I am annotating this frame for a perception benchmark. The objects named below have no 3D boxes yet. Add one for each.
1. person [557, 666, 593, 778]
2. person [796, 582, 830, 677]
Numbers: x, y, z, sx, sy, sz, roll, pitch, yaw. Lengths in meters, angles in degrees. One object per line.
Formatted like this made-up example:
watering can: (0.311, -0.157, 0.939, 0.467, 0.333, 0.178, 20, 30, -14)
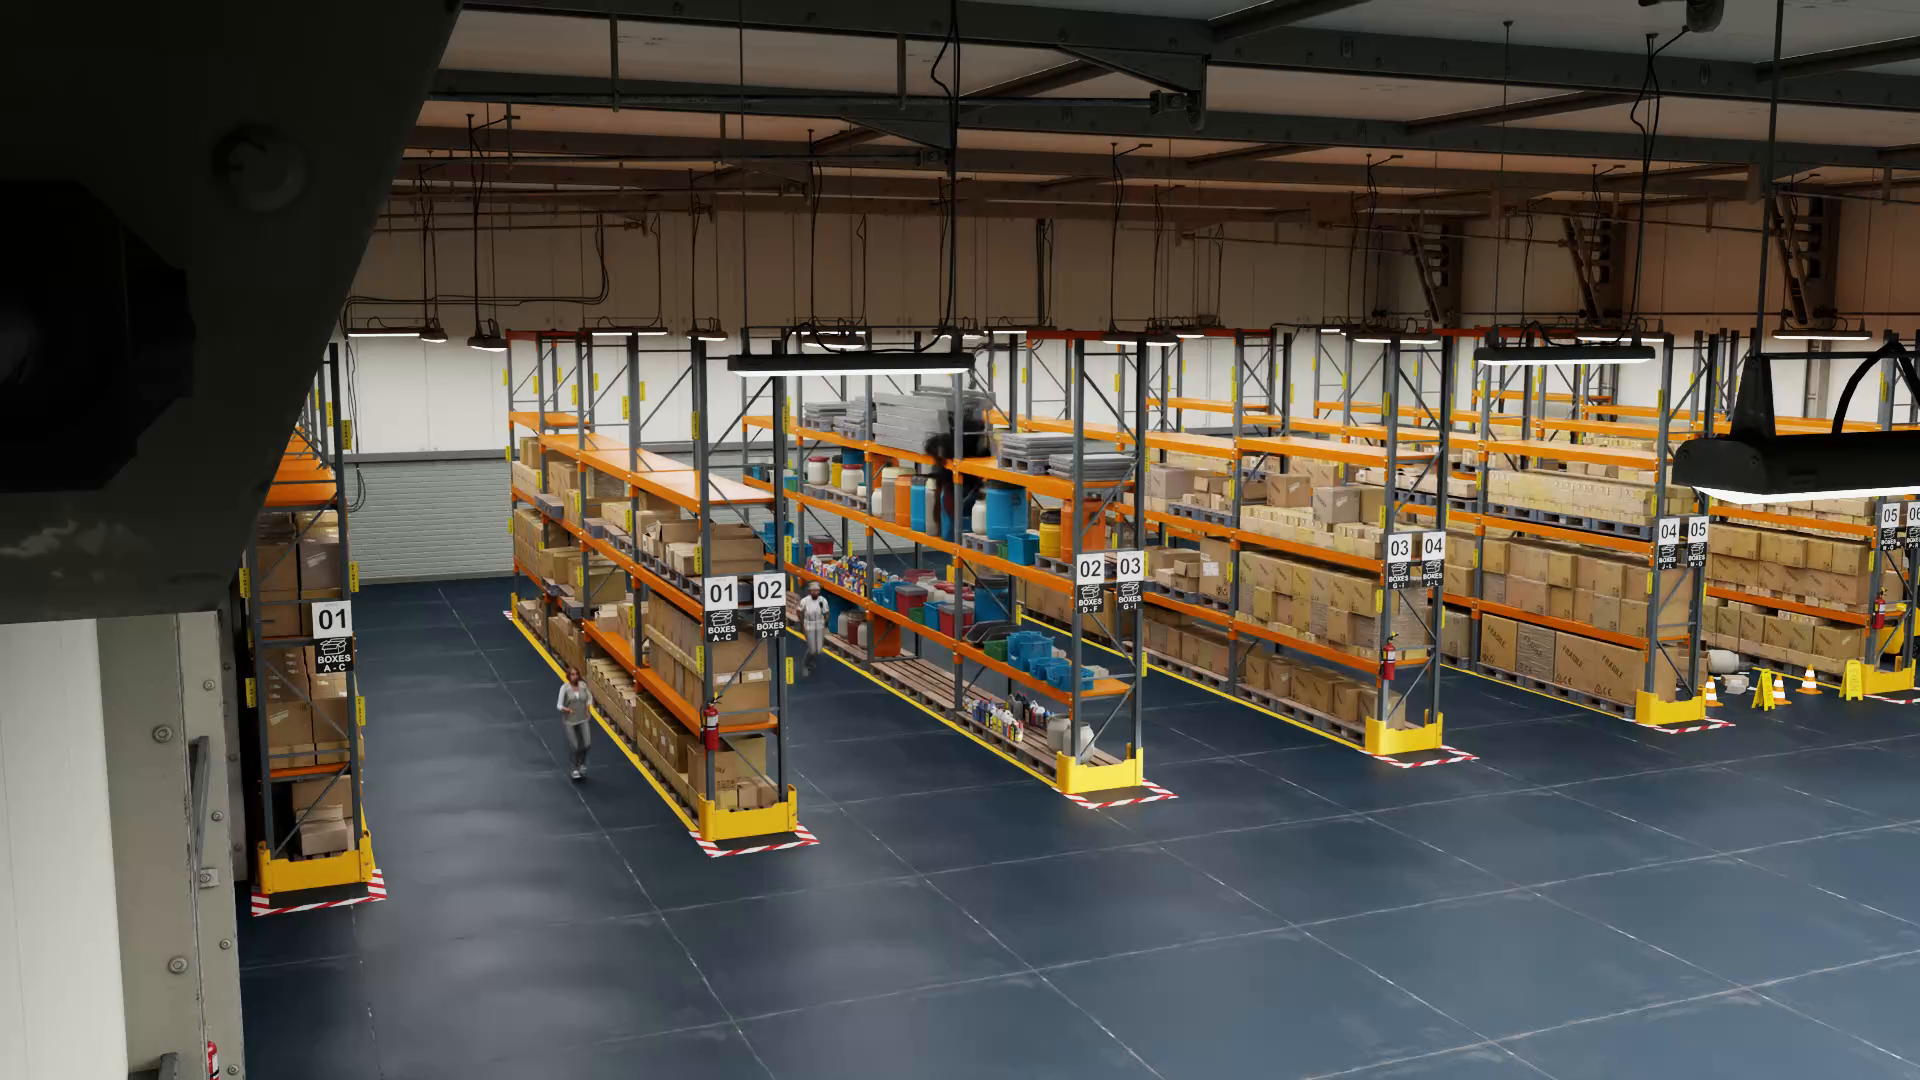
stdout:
person: (-5.187, 2.488, 22.554, 0.521, 1.561, 0.570, -4, 9, -25)
person: (-2.464, 1.532, 28.327, 0.559, 1.669, 0.590, -3, 8, -19)
